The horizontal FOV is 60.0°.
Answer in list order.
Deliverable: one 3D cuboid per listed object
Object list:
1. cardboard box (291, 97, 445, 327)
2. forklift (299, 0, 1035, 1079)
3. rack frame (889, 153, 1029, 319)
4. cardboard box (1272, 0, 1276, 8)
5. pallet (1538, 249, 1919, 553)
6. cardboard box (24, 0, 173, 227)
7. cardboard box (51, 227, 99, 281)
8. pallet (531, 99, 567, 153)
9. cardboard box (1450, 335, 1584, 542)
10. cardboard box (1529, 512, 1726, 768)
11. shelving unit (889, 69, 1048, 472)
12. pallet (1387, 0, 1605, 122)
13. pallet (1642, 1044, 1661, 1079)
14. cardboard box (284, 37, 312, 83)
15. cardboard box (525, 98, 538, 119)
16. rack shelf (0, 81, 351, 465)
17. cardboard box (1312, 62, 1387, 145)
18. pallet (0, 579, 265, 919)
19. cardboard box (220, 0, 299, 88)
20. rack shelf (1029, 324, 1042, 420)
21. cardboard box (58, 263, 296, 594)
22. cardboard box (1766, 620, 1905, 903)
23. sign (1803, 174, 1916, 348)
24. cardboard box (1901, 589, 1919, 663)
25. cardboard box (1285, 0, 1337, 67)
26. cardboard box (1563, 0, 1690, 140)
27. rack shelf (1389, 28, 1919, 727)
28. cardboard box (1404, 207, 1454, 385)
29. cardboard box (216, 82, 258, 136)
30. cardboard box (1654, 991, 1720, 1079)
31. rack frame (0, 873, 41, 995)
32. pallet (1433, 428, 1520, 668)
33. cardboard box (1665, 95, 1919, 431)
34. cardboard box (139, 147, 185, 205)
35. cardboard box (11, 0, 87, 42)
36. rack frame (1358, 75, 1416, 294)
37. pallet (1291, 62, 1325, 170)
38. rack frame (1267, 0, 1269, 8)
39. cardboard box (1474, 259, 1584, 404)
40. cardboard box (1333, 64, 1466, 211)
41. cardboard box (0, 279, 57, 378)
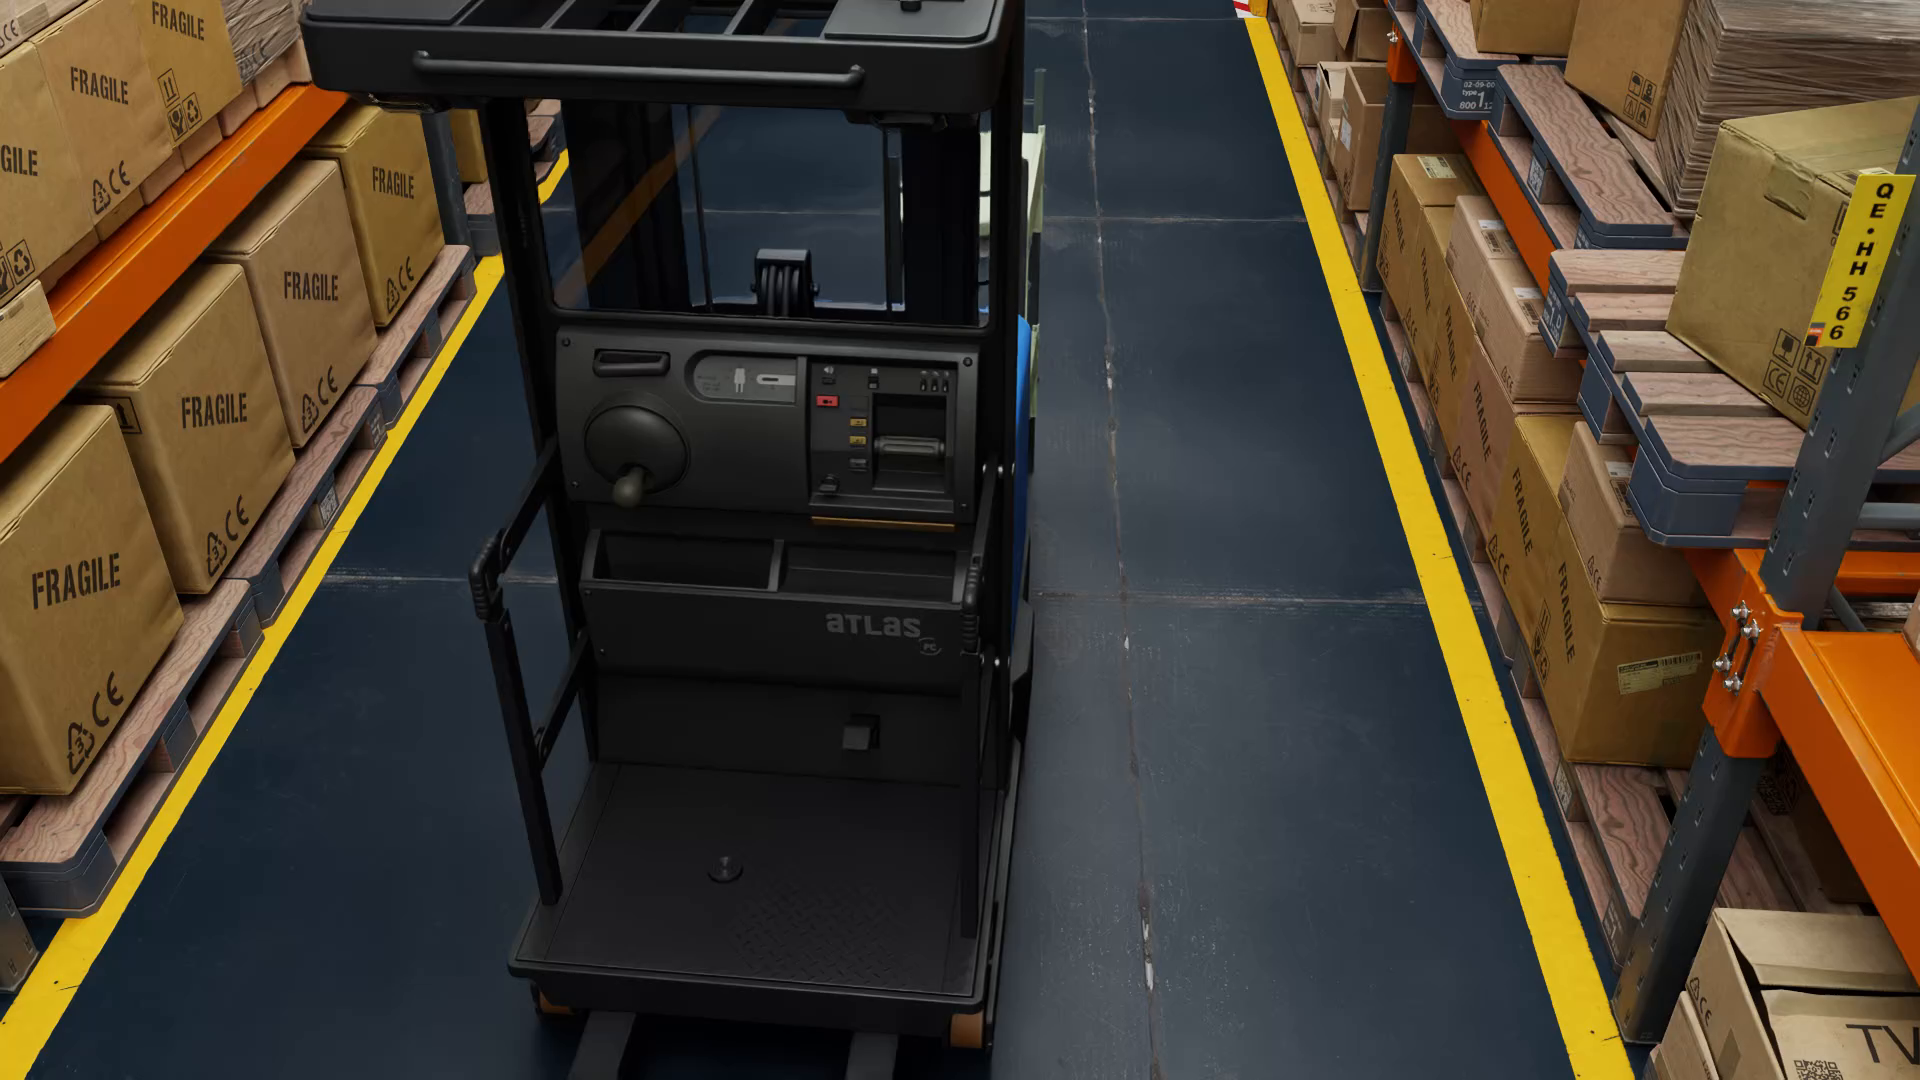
[{"bbox_3d":[-2.582,-1.357,6.577,0.750,0.750,0.750,2,35,2],"label":"cardboard box"},{"bbox_3d":[-0.443,-0.185,3.464,1.130,2.935,3.031,3,35,5],"label":"forklift"},{"bbox_3d":[-0.006,-0.463,5.104,0.400,1.500,0.023,4,35,5],"label":"rack frame"},{"bbox_3d":[2.055,-3.272,9.878,0.380,0.166,0.250,1,35,2],"label":"cardboard box"},{"bbox_3d":[2.061,-0.344,3.797,1.213,0.211,1.003,1,35,2],"label":"pallet"},{"bbox_3d":[-2.519,-1.173,4.447,0.500,0.500,0.500,1,35,2],"label":"cardboard box"},{"bbox_3d":[-2.599,-0.824,4.515,0.380,0.149,0.250,2,35,3],"label":"cardboard box"},{"bbox_3d":[-2.530,-2.438,9.036,1.003,0.211,1.213,1,35,2],"label":"pallet"},{"bbox_3d":[1.943,-0.330,5.402,0.500,0.500,0.500,0,35,0],"label":"cardboard box"},{"bbox_3d":[1.907,0.269,4.550,0.500,0.500,0.500,3,35,4],"label":"cardboard box"},{"bbox_3d":[0.033,-0.672,5.402,0.431,1.500,0.755,4,35,5],"label":"shelving unit"},{"bbox_3d":[2.123,-1.794,5.861,1.003,0.211,1.213,1,35,2],"label":"pallet"},{"bbox_3d":[2.032,1.582,3.315,1.003,0.211,1.213,1,35,2],"label":"pallet"},{"bbox_3d":[-2.410,-1.700,5.761,0.380,0.149,0.250,1,35,2],"label":"cardboard box"},{"bbox_3d":[-2.529,-2.306,8.232,0.700,0.500,0.500,1,35,1],"label":"cardboard box"},{"bbox_3d":[-2.766,-0.998,5.187,1.077,0.370,4.000,1,35,2],"label":"rack shelf"},{"bbox_3d":[2.034,-2.174,8.190,0.500,0.311,0.500,1,35,2],"label":"cardboard box"},{"bbox_3d":[-2.739,0.546,4.789,1.003,0.211,1.213,1,35,2],"label":"pallet"},{"bbox_3d":[-2.491,-1.759,5.282,0.500,0.500,0.500,1,35,2],"label":"cardboard box"},{"bbox_3d":[0.033,-0.405,5.589,0.431,0.370,0.720,4,35,5],"label":"rack shelf"},{"bbox_3d":[-2.644,-0.358,5.155,0.750,0.750,0.750,1,35,2],"label":"cardboard box"},{"bbox_3d":[2.408,0.557,4.140,0.500,0.500,0.500,3,35,4],"label":"cardboard box"},{"bbox_3d":[1.561,-0.479,2.885,0.100,0.325,0.005,1,35,2],"label":"sign"},{"bbox_3d":[2.046,0.213,2.915,0.500,0.311,0.500,3,35,5],"label":"cardboard box"},{"bbox_3d":[2.080,-2.802,9.137,0.500,0.250,0.500,1,35,2],"label":"cardboard box"},{"bbox_3d":[2.255,-1.525,4.860,0.700,0.500,0.500,-7,36,-10],"label":"cardboard box"},{"bbox_3d":[2.184,-0.886,5.027,1.077,0.370,4.000,1,35,2],"label":"rack shelf"},{"bbox_3d":[1.991,-0.907,6.224,0.500,0.500,0.500,2,35,3],"label":"cardboard box"},{"bbox_3d":[-2.511,-1.417,5.359,0.380,0.149,0.250,0,35,1],"label":"cardboard box"},{"bbox_3d":[1.789,1.216,3.437,0.500,0.250,0.500,1,35,2],"label":"cardboard box"},{"bbox_3d":[-2.846,-0.143,3.345,1.000,3.000,0.127,1,35,2],"label":"rack frame"},{"bbox_3d":[2.223,-0.017,5.591,1.003,0.211,1.213,1,35,2],"label":"pallet"},{"bbox_3d":[2.016,-0.608,3.554,0.700,0.500,0.500,-10,36,-14],"label":"cardboard box"},{"bbox_3d":[-2.551,-1.114,4.927,0.380,0.149,0.250,2,35,2],"label":"cardboard box"},{"bbox_3d":[-2.533,-1.472,4.220,0.500,0.250,0.500,2,35,2],"label":"cardboard box"},{"bbox_3d":[2.264,-2.329,6.455,1.000,3.000,0.127,1,35,2],"label":"rack frame"},{"bbox_3d":[2.339,-2.285,8.819,1.003,0.211,1.213,1,35,2],"label":"pallet"},{"bbox_3d":[2.425,-4.627,9.725,1.000,3.000,0.127,1,35,2],"label":"rack frame"},{"bbox_3d":[1.942,-0.658,5.217,0.500,0.250,0.500,1,35,1],"label":"cardboard box"},{"bbox_3d":[2.004,-1.820,7.523,0.500,0.500,0.500,1,35,2],"label":"cardboard box"},{"bbox_3d":[-2.487,-0.528,4.093,0.380,0.149,0.250,2,35,3],"label":"cardboard box"}]
